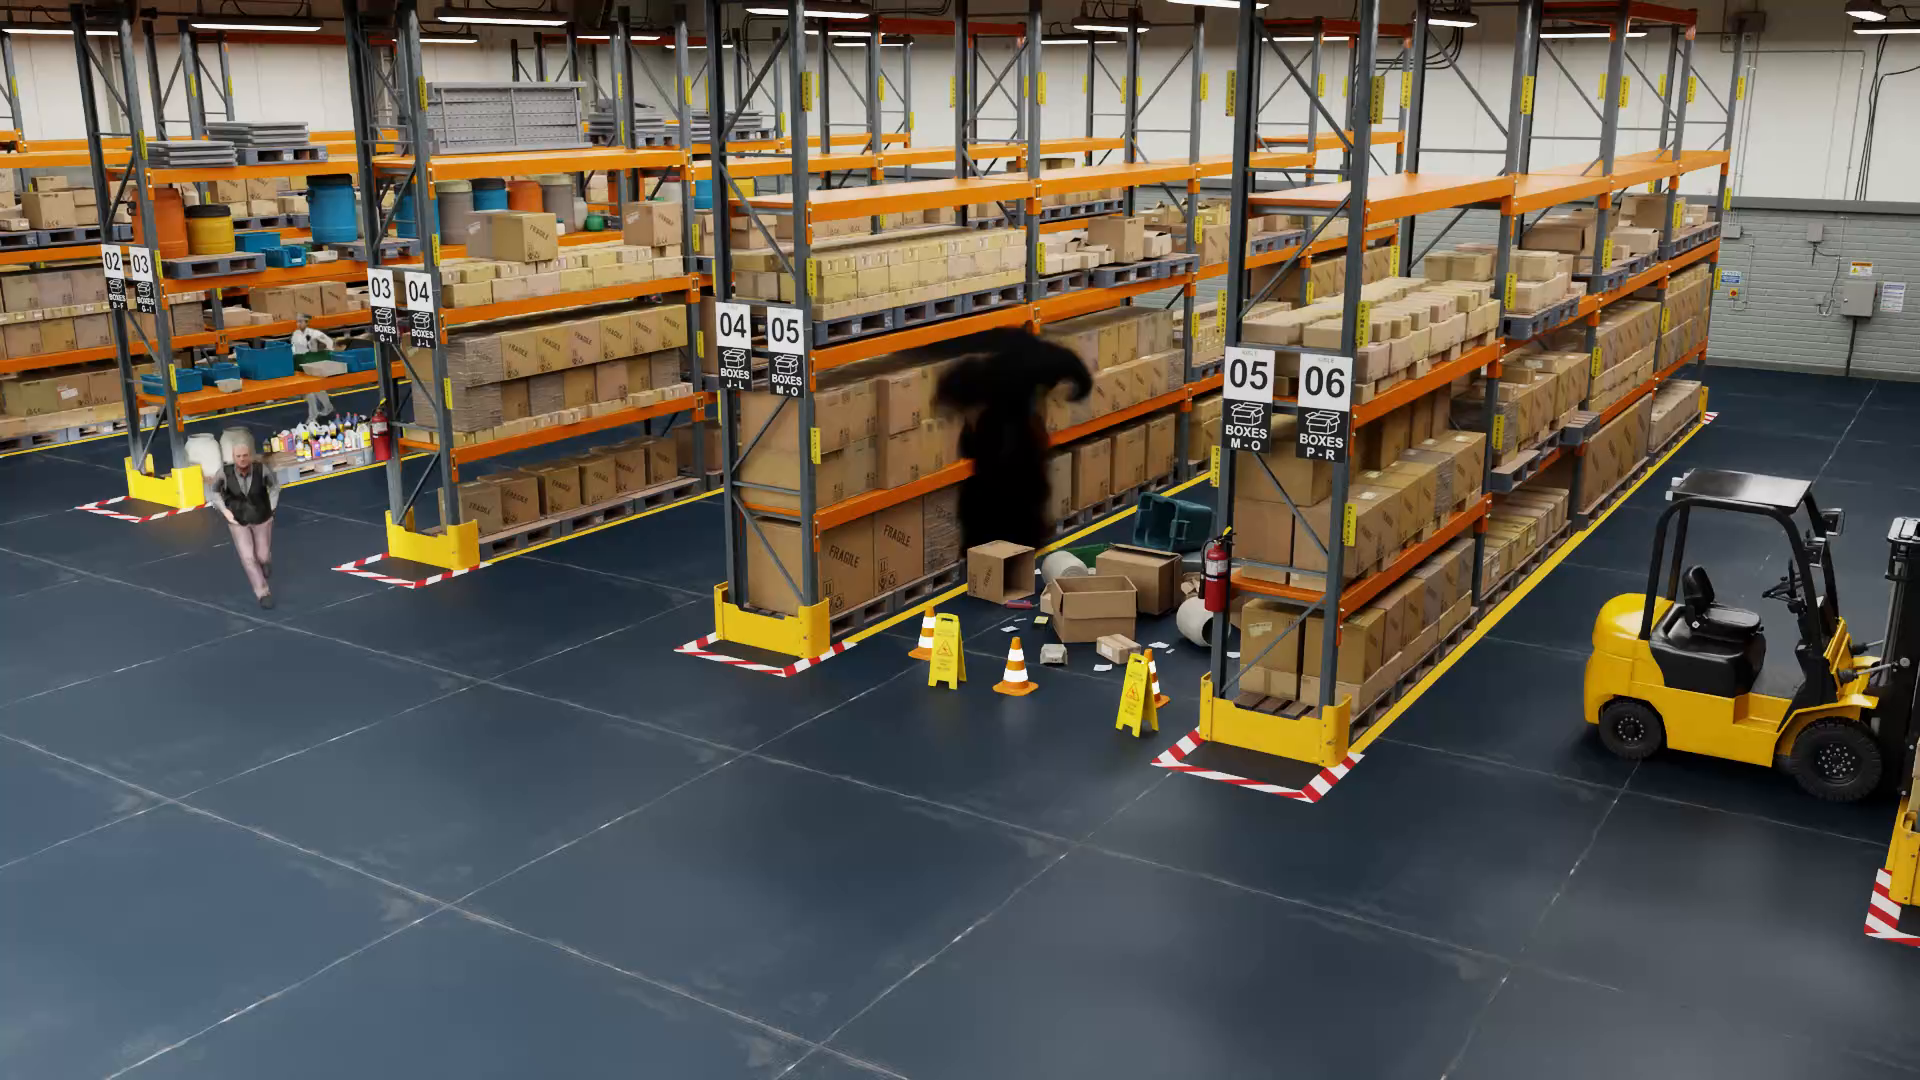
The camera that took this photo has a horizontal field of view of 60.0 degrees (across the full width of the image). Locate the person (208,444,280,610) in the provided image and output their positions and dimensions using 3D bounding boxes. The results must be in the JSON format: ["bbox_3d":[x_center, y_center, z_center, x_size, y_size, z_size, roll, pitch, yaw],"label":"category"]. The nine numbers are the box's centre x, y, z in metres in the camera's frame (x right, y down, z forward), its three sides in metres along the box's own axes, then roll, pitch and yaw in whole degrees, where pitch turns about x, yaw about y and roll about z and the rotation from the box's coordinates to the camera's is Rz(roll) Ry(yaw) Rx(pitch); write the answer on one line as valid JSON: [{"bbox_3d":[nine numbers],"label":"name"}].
[{"bbox_3d":[-7.194,-0.198,16.810,0.661,1.672,0.928,-6,17,-21],"label":"person"}]

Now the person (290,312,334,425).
[{"bbox_3d":[-10.020,-2.657,25.641,0.550,1.736,0.813,8,17,26],"label":"person"}]
